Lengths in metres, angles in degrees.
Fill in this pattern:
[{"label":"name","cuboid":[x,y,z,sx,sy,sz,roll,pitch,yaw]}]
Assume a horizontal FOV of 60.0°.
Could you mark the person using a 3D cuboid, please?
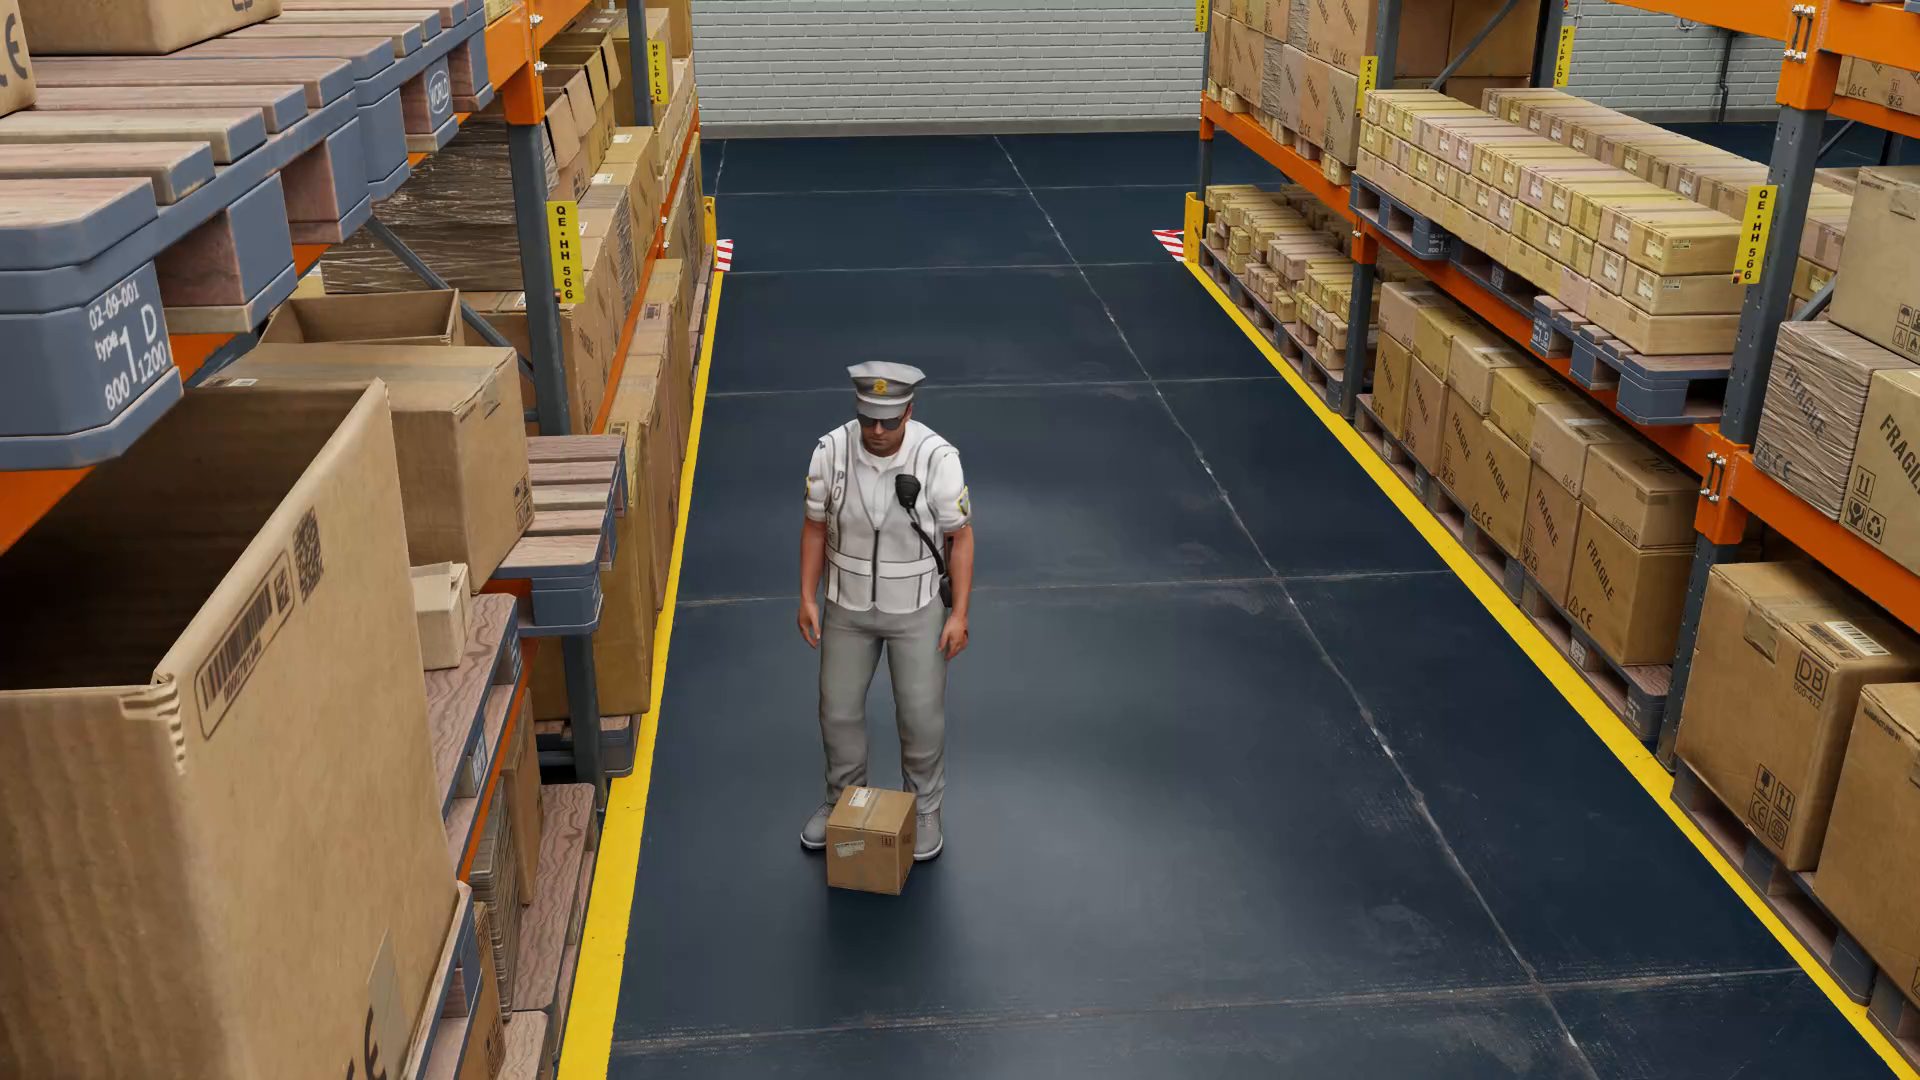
[{"label":"person","cuboid":[-0.249,0.219,5.589,0.589,1.747,0.434,4,24,9]}]
